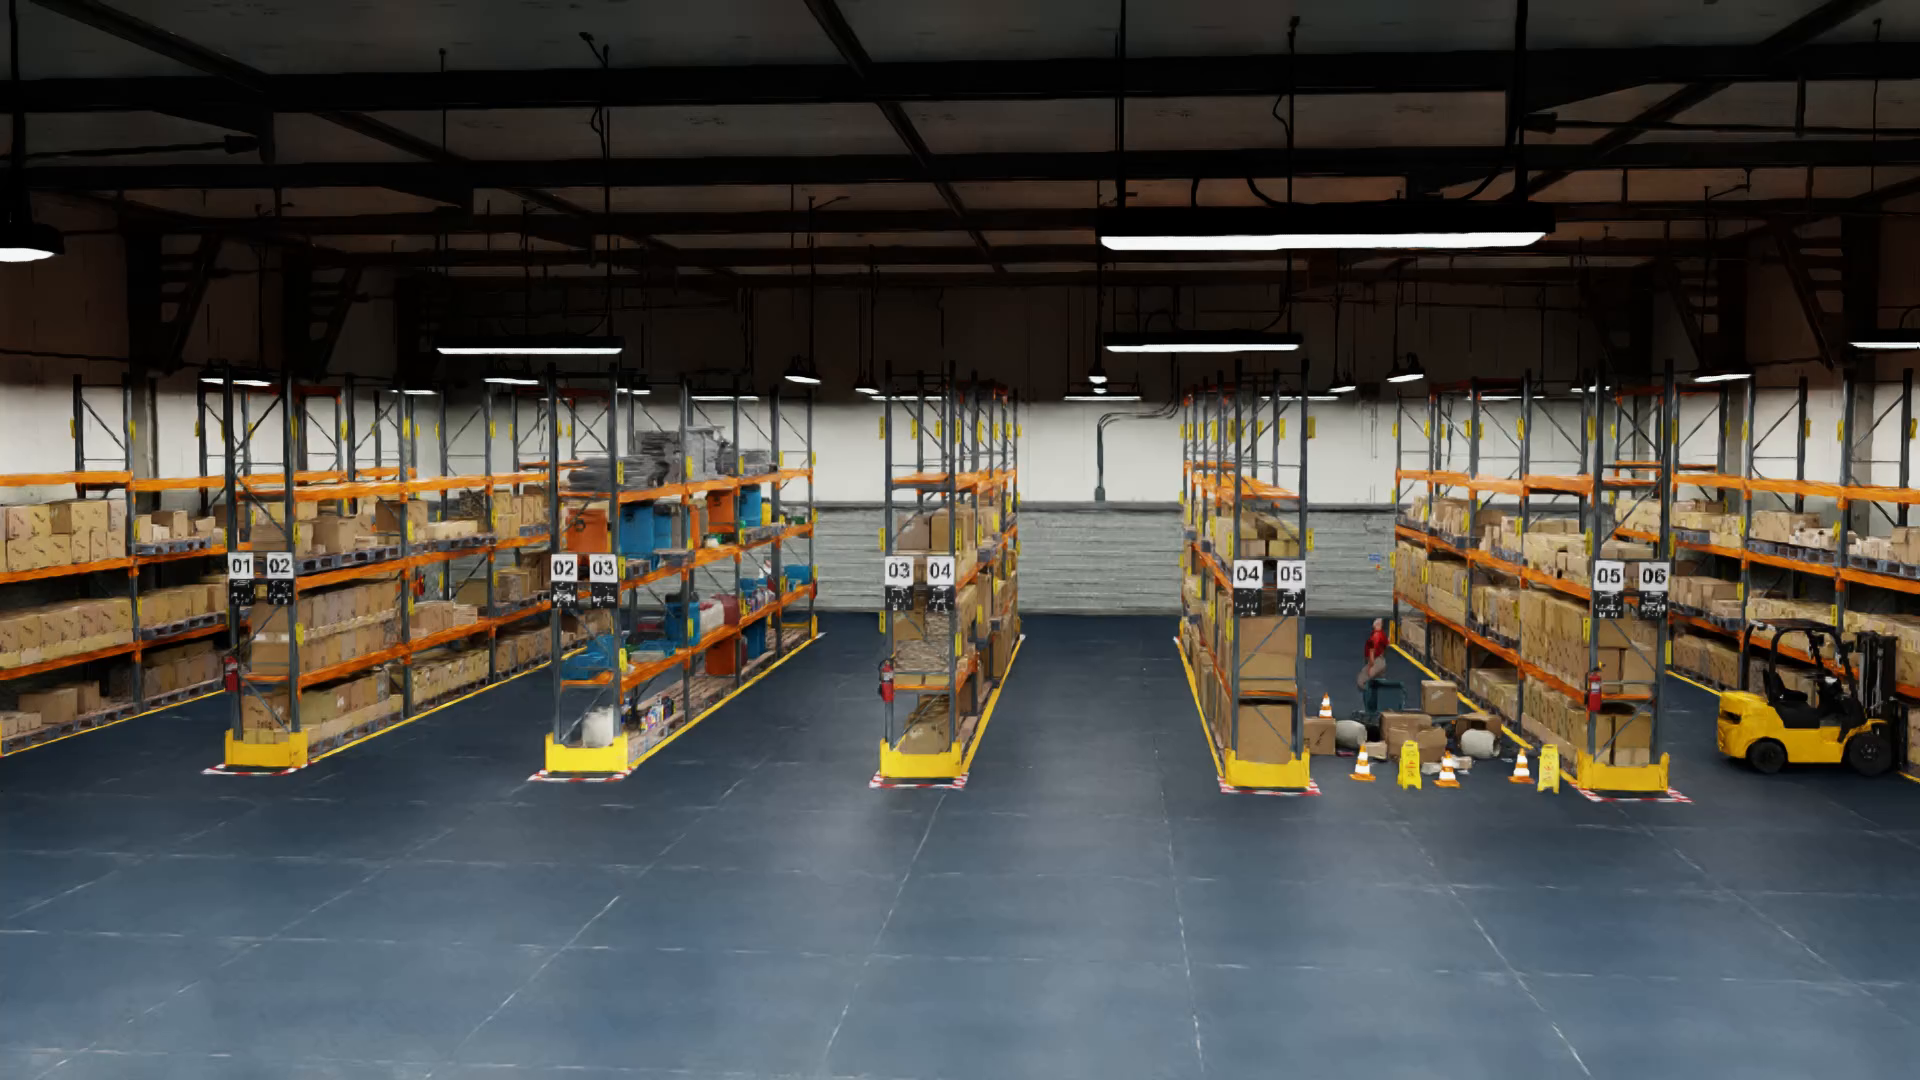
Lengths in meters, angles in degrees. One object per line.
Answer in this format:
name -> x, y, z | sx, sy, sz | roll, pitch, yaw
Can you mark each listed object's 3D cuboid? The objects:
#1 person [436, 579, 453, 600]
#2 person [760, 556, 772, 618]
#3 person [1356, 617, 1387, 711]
person -> -12.212, 1.630, 39.451 | 0.430, 1.540, 0.948 | 0, 4, 4
person -> -5.235, 1.258, 44.371 | 0.452, 1.673, 0.642 | 4, 5, 45
person -> 7.255, 2.205, 29.184 | 0.455, 1.709, 0.673 | 2, 4, 30
